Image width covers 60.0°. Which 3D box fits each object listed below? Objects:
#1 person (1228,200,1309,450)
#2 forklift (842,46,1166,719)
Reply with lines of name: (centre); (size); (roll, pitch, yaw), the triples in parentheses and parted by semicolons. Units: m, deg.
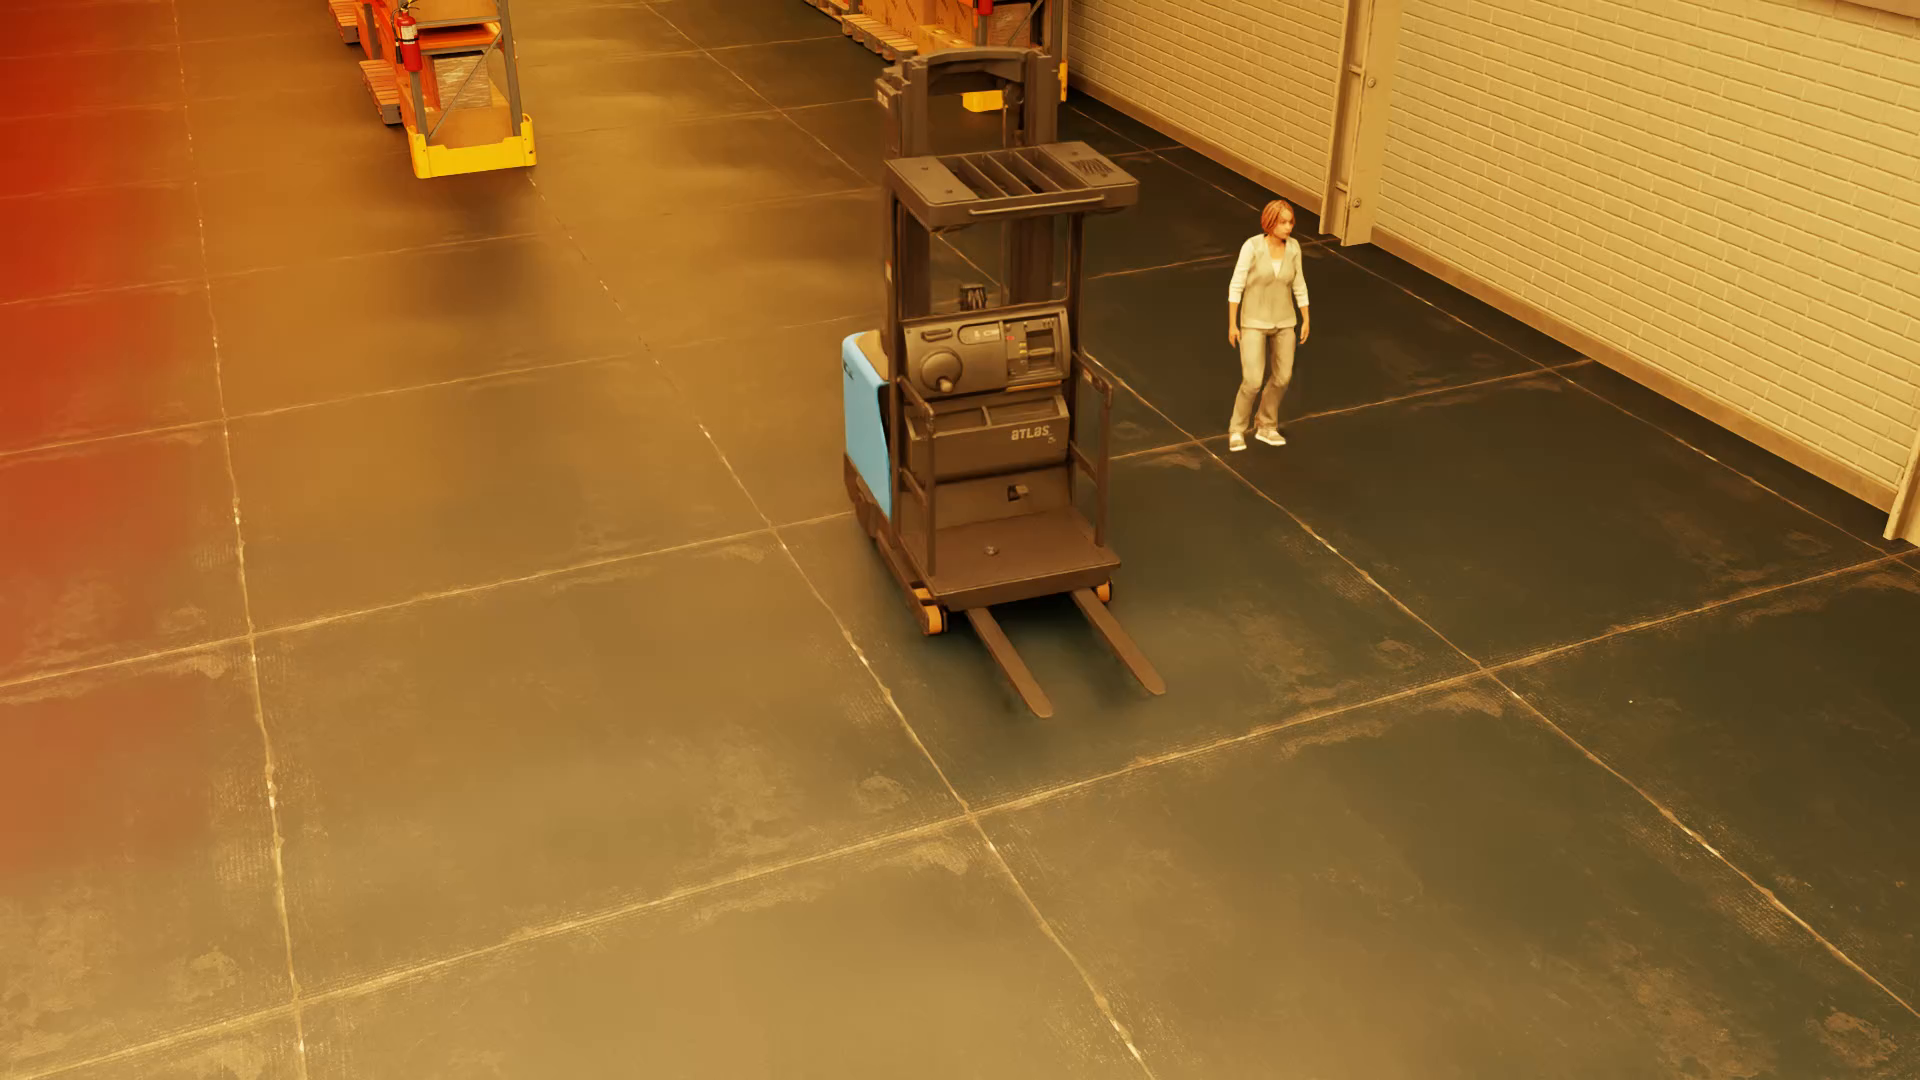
person: (1.914, -1.297, 10.252); (0.517, 1.585, 0.426); (-7, 30, -11)
forklift: (0.224, -0.976, 8.827); (1.130, 2.935, 3.031); (-10, 31, -16)
